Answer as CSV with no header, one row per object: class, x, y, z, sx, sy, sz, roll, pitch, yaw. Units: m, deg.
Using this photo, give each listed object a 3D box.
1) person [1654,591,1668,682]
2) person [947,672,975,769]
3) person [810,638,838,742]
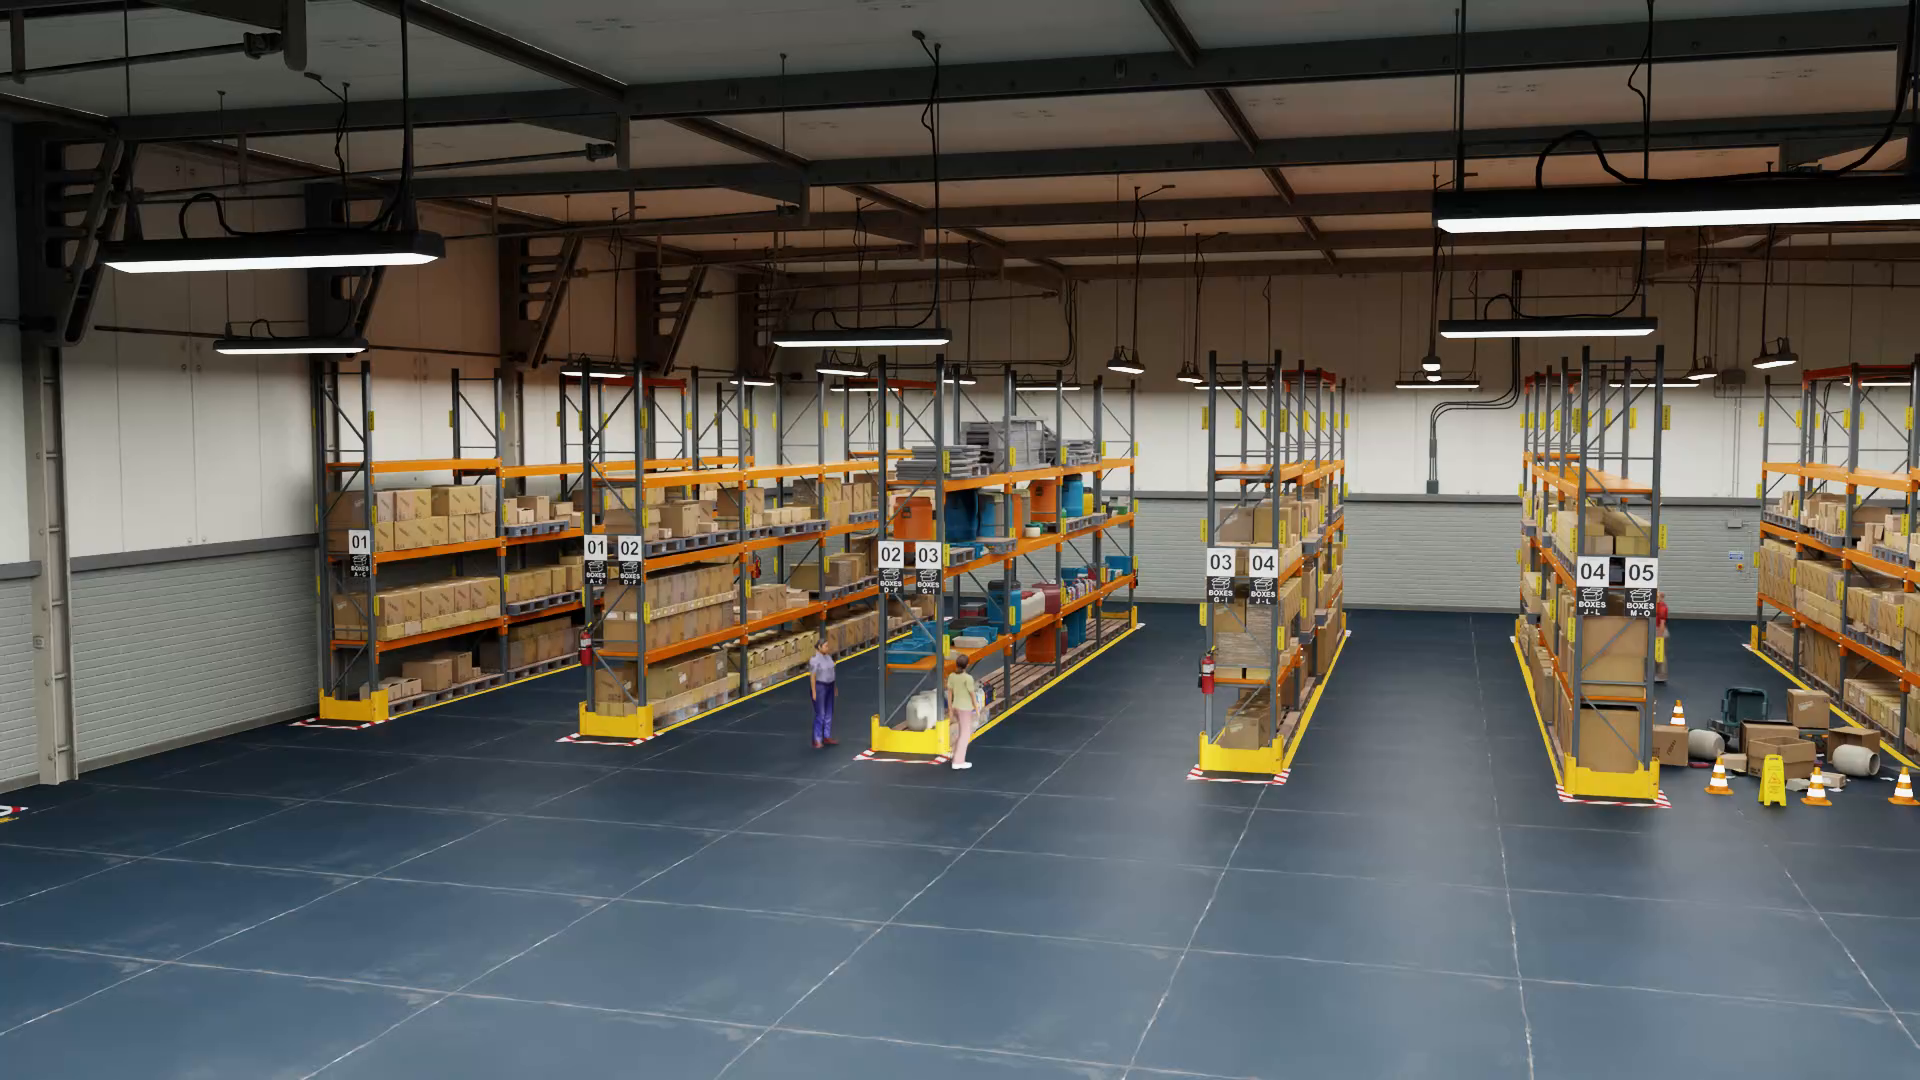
person,13.439,1.852,32.028,0.371,1.729,0.593,2,5,27
person,0.044,2.594,23.841,0.338,1.431,0.444,-2,5,-29
person,-2.134,2.307,25.725,0.342,1.584,0.559,2,5,27
